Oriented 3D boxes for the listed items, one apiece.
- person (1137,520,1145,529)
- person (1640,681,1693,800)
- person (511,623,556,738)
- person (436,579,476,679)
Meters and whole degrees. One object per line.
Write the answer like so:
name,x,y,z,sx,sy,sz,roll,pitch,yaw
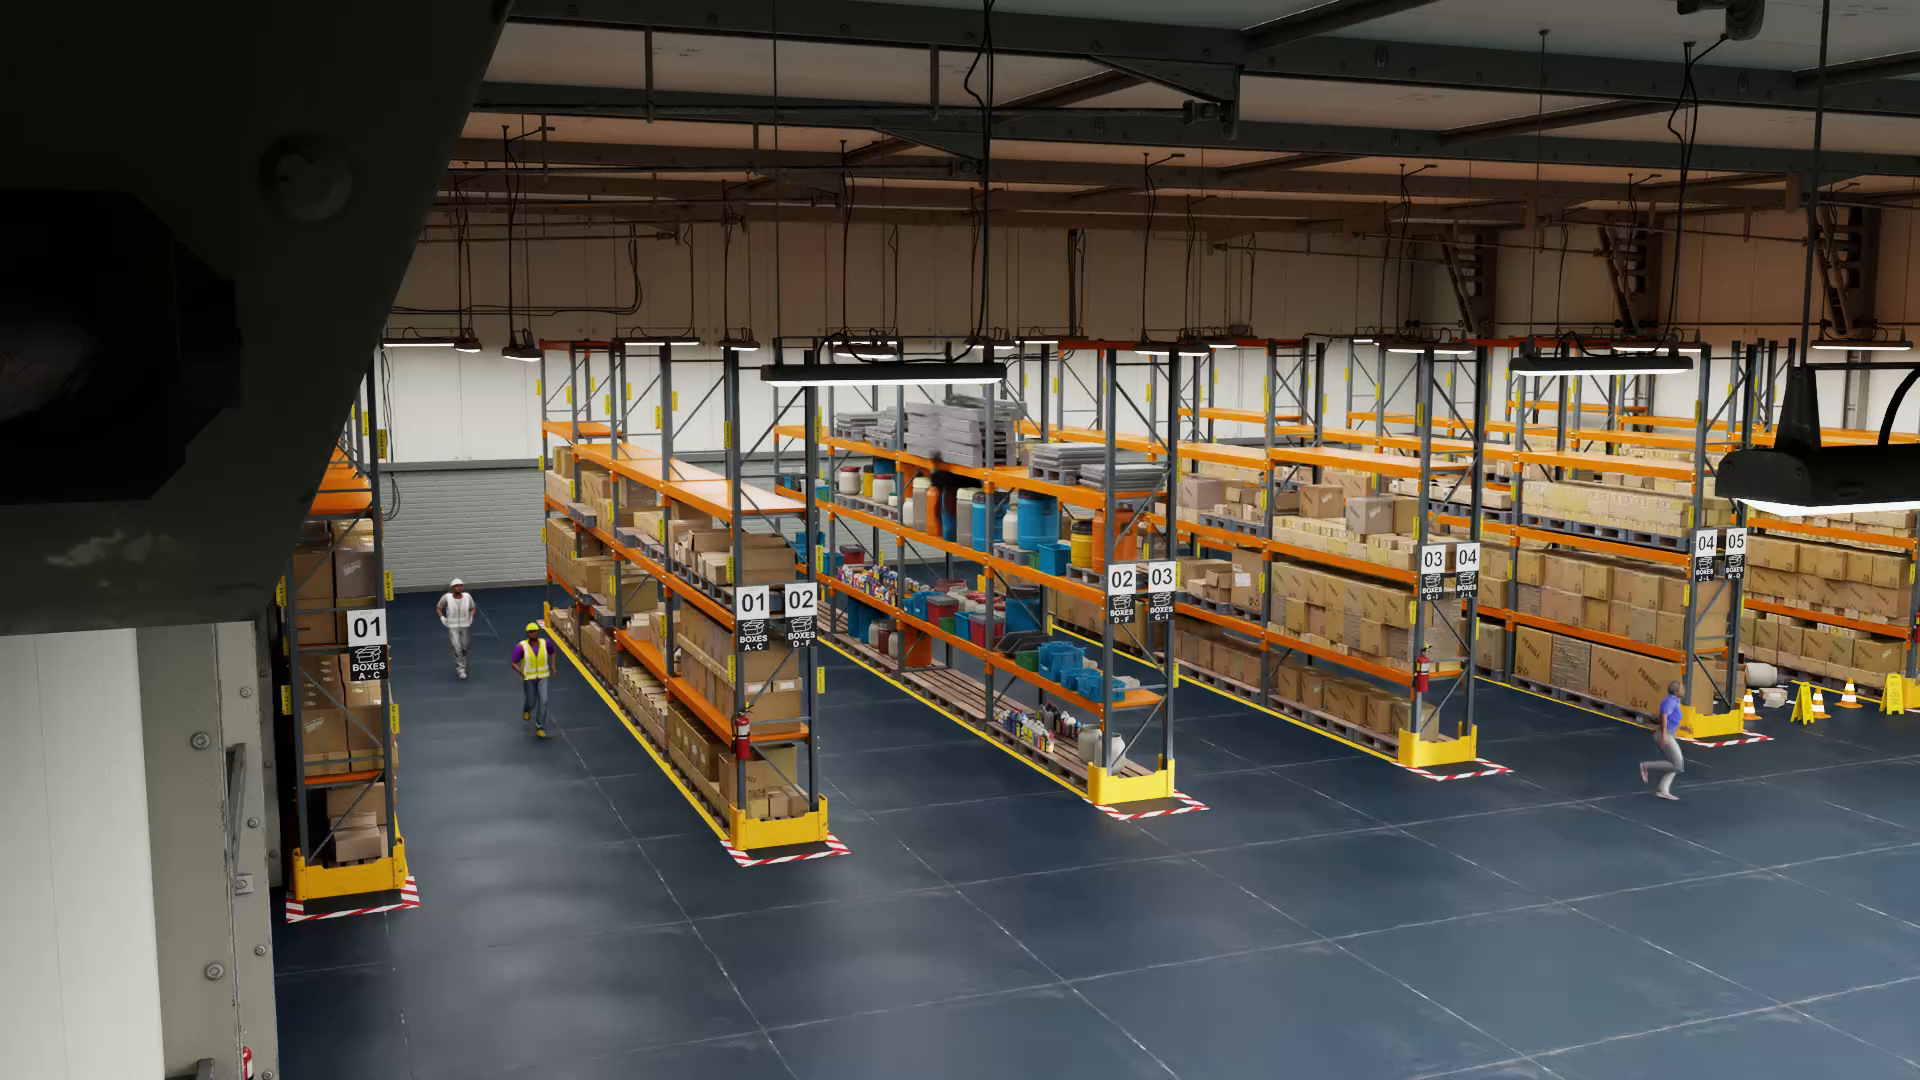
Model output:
person,4.253,0.352,39.779,0.563,1.704,0.688,0,7,2
person,9.456,2.680,22.222,0.639,1.614,0.612,2,8,13
person,-6.576,2.140,25.770,0.712,1.745,0.870,-4,8,-25
person,-9.064,1.571,29.972,0.687,1.769,0.883,-4,9,-29
